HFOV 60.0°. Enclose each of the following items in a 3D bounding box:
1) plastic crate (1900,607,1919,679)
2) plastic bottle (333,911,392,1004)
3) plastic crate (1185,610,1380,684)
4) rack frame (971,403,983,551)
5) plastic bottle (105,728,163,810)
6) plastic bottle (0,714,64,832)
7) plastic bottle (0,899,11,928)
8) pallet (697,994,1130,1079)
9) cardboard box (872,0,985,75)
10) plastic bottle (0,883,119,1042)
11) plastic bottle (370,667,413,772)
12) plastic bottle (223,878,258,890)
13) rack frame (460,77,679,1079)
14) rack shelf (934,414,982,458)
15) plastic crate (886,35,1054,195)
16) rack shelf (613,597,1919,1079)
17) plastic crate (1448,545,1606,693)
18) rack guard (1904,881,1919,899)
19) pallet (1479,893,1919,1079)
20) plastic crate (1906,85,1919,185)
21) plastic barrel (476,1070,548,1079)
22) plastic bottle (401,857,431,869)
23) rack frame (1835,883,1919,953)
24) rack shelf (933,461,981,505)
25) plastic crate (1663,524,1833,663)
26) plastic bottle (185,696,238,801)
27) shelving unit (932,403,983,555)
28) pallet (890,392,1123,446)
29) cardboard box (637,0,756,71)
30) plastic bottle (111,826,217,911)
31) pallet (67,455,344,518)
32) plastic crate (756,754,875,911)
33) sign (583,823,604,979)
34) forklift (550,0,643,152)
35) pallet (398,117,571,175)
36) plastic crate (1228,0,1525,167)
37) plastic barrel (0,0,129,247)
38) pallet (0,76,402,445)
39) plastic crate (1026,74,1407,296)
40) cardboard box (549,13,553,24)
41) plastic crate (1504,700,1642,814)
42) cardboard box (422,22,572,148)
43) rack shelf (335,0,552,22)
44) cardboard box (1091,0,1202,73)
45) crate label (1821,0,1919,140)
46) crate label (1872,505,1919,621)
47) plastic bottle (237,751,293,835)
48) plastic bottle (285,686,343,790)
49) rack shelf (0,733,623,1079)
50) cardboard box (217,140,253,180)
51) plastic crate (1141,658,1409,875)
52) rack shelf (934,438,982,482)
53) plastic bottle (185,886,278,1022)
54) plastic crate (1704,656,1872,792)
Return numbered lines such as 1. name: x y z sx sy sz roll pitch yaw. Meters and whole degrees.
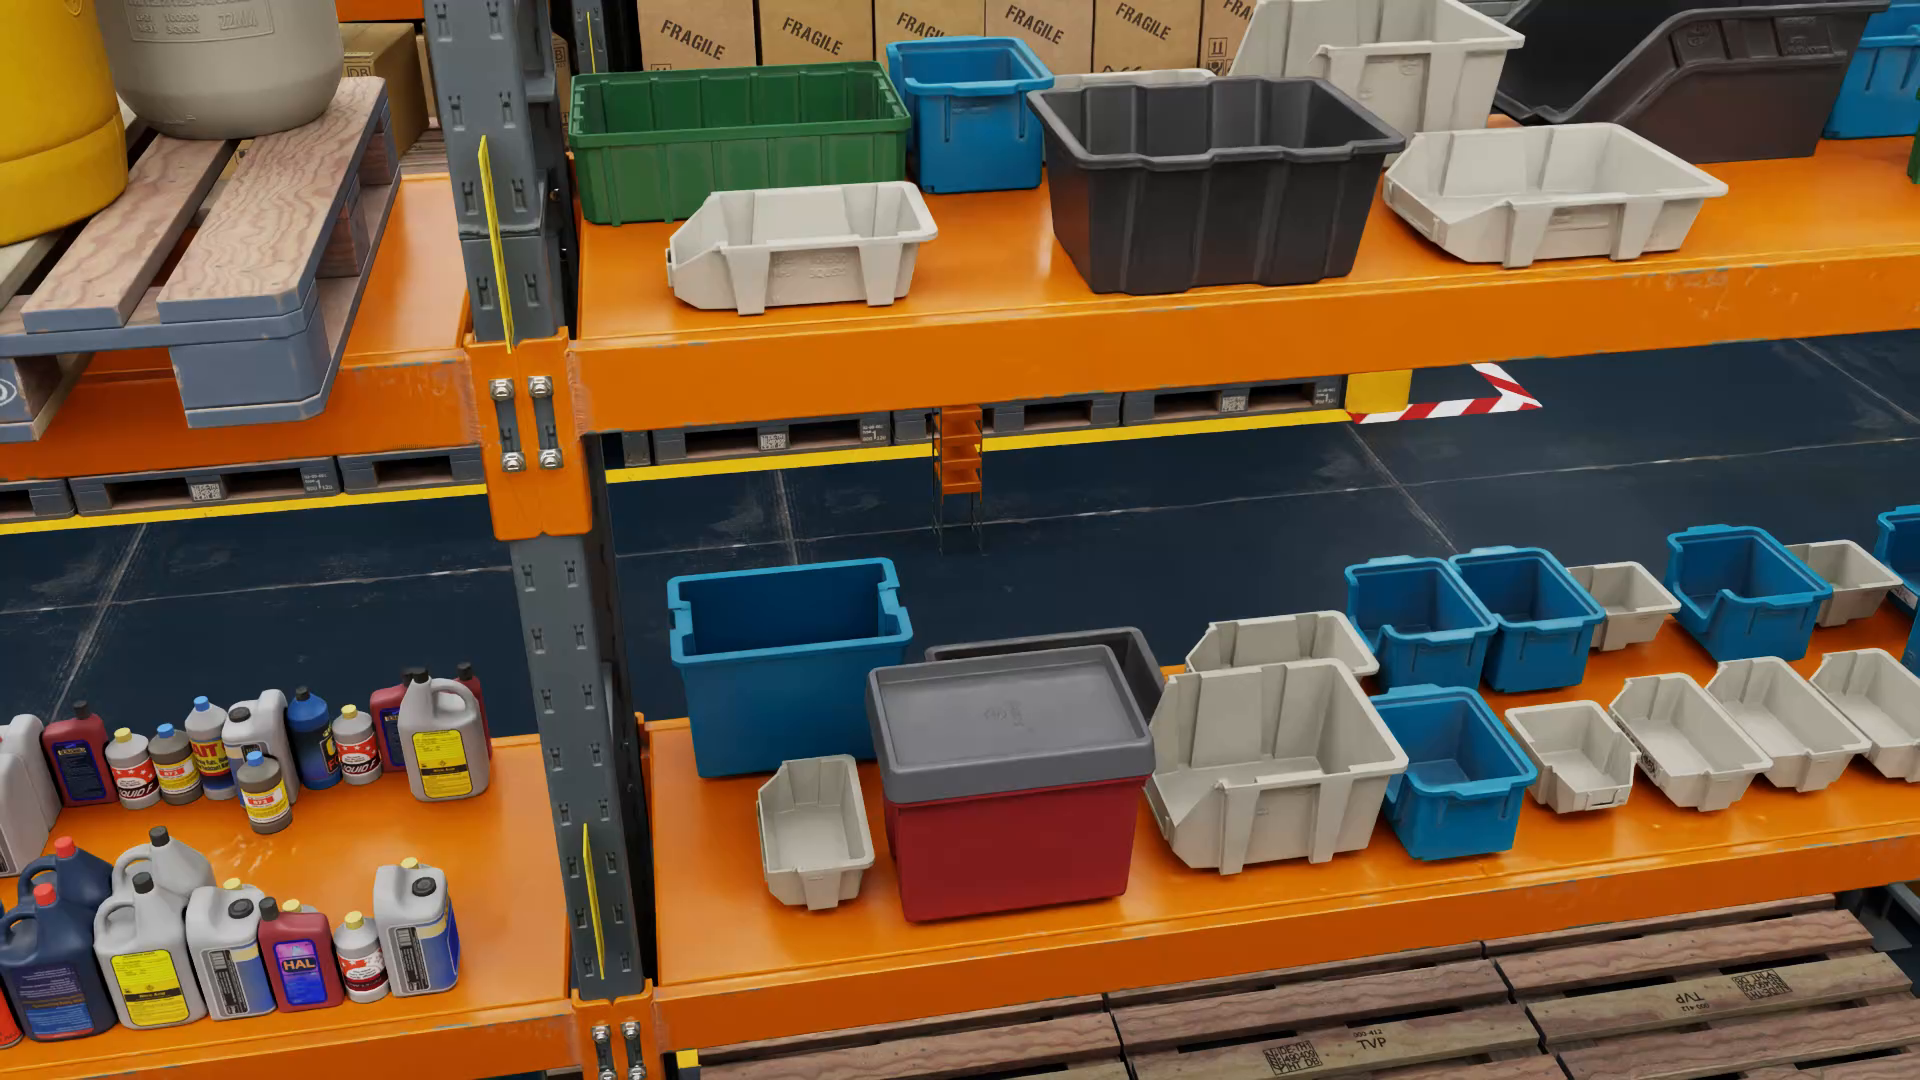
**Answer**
1. plastic crate: 2.817 0.280 4.220 0.499 0.435 0.616 -5 31 -9
2. plastic bottle: -1.261 0.870 3.507 0.097 0.201 0.097 0 30 0
3. plastic crate: 0.836 0.342 4.410 0.466 0.136 0.293 -5 31 -9
4. rack frame: 0.076 -0.524 7.458 0.006 1.200 0.240 -5 31 -9
5. plastic bottle: -2.017 0.549 4.053 0.097 0.201 0.097 0 30 0
6. plastic bottle: -2.257 0.553 3.972 0.135 0.276 0.152 -5 31 -9
7. plastic bottle: -2.048 0.835 3.498 0.097 0.271 0.097 0 30 0
8. pallet: -0.106 1.679 4.687 1.213 0.211 1.003 -5 31 -9
9. cardboard box: -0.184 -2.378 7.749 0.500 0.500 0.500 -6 31 -10
10. plastic bottle: -1.849 0.848 3.397 0.185 0.351 0.144 -5 31 -9
11. plastic bottle: -1.391 0.446 4.147 0.133 0.283 0.061 -5 31 -9
12. plastic bottle: -1.552 0.819 3.594 0.097 0.201 0.097 0 30 0
13. rack frame: -0.822 0.563 3.833 0.127 3.000 1.000 -5 31 -9
14. rack shelf: -0.014 -0.478 7.466 0.180 0.103 0.258 -5 31 -9
15. plastic crate: 0.016 -0.900 3.527 0.300 0.233 0.416 -5 31 -9
16. rack shelf: 1.145 0.691 4.326 4.000 0.370 1.077 -5 31 -9
17. plastic crate: 1.515 0.223 4.518 0.300 0.233 0.416 -5 31 -9
18. rack guard: 3.134 1.267 5.102 0.348 0.500 1.175 -5 31 -9
19. pallet: 2.294 1.456 5.066 1.213 0.211 1.003 -5 31 -9
20. plastic crate: 2.193 -0.771 3.352 0.336 0.188 0.450 -5 31 -9
21. plastic barrel: -1.361 1.328 4.189 0.708 0.901 0.600 -5 31 -9
22. plastic bottle: -1.193 0.785 3.651 0.097 0.201 0.097 0 30 0
23. rack frame: 3.112 0.198 4.454 0.127 3.000 1.000 -5 31 -9
24. rack shelf: -0.014 -0.271 7.588 0.180 0.103 0.258 -5 31 -9
25. plastic crate: 2.163 0.163 4.620 0.300 0.233 0.416 -5 31 -9
26. plastic bottle: -1.825 0.501 4.065 0.097 0.271 0.097 0 30 0
27. shelving unit: -0.014 -0.516 7.444 0.189 1.200 0.258 -5 31 -9
28. pallet: 0.167 -0.880 9.039 1.213 0.211 1.003 -5 31 -9
29. cardboard box: -1.197 -2.284 7.590 0.500 0.500 0.500 -5 31 -8
30. plastic bottle: -1.694 0.759 3.548 0.185 0.351 0.144 -5 31 -9
31. pallet: -3.707 -0.499 8.390 1.213 0.211 1.003 -5 31 -9
32. plastic crate: -0.339 0.680 3.836 0.243 0.136 0.396 -5 31 -9
33. sign: -0.725 0.718 3.296 0.005 0.325 0.100 -5 31 -9
34. forklift: -2.591 -2.802 9.624 3.031 2.935 1.130 -1 30 -2
35. pallet: -2.517 -1.806 8.051 1.213 0.211 1.003 -5 31 -9
36. plastic crate: 0.877 -0.996 3.641 0.530 0.282 0.437 -5 31 -9
37. plastic barrel: -1.684 -0.808 2.605 0.600 0.588 0.600 0 30 0
38. pallet: -1.576 -0.528 2.916 1.003 0.211 1.213 -5 31 -9
39. plastic crate: 0.449 -0.650 3.066 0.590 0.269 0.497 -5 31 -9
40. cardboard box: -3.223 -3.507 12.461 0.750 0.750 0.750 -5 31 -8
41. plastic crate: 1.498 0.544 4.067 0.250 0.136 0.298 -5 31 -9
42. cardboard box: -2.217 -2.199 8.018 0.500 0.500 0.700 -16 34 -25
43. rack shelf: -4.574 -3.884 12.105 4.000 0.370 1.077 -5 31 -9
44. cardboard box: 0.830 -2.472 7.910 0.500 0.500 0.500 -4 31 -8
45. crate label: 2.147 -1.108 3.862 0.502 0.251 0.408 -5 31 -9
46. crate label: 2.810 0.103 4.722 0.303 0.233 0.416 -5 31 -9
47. plastic bottle: -1.665 0.595 3.975 0.097 0.201 0.097 0 30 0
48. plastic bottle: -1.597 0.480 4.101 0.097 0.271 0.097 0 30 0
49. rack shelf: -2.790 1.056 3.705 4.000 0.370 1.077 -5 31 -9
50. cardboard box: -3.438 -1.939 7.575 0.500 0.500 0.700 -13 33 -21
51. plastic crate: 0.713 0.541 3.929 0.530 0.282 0.437 -5 31 -9
52. rack shelf: -0.014 -0.374 7.527 0.180 0.103 0.258 -5 31 -9
53. plastic bottle: -1.511 0.847 3.473 0.135 0.276 0.152 -5 31 -9
54. plastic crate: 2.055 0.470 4.193 0.243 0.136 0.396 -5 31 -9
